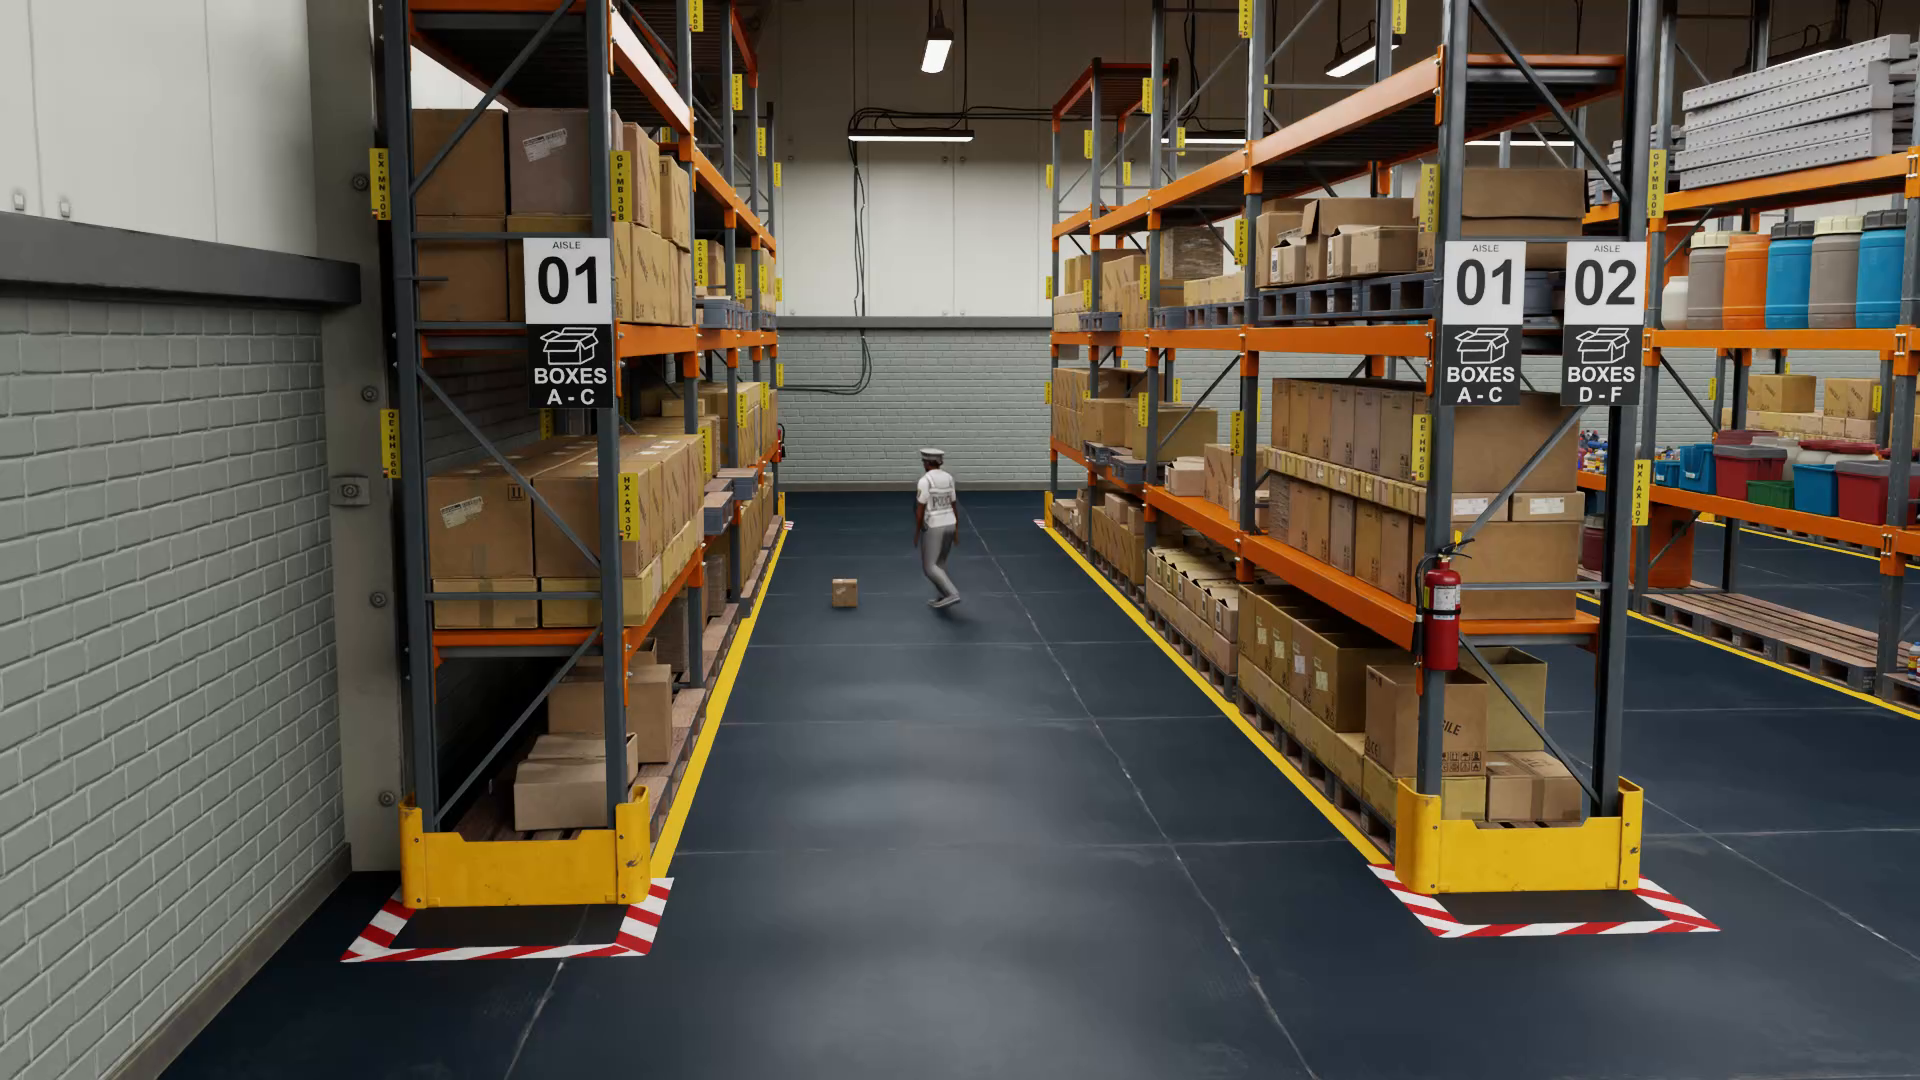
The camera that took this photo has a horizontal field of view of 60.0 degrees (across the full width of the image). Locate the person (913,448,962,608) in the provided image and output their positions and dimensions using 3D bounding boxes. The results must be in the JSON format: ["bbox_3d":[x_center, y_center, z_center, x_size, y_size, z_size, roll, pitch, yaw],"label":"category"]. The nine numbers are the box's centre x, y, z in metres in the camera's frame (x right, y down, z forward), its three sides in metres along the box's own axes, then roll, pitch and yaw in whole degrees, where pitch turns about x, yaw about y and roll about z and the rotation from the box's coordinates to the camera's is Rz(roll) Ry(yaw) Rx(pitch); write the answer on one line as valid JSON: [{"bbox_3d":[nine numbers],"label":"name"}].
[{"bbox_3d":[-0.185,-0.094,16.581,0.542,1.623,0.738,-7,10,-43],"label":"person"}]
